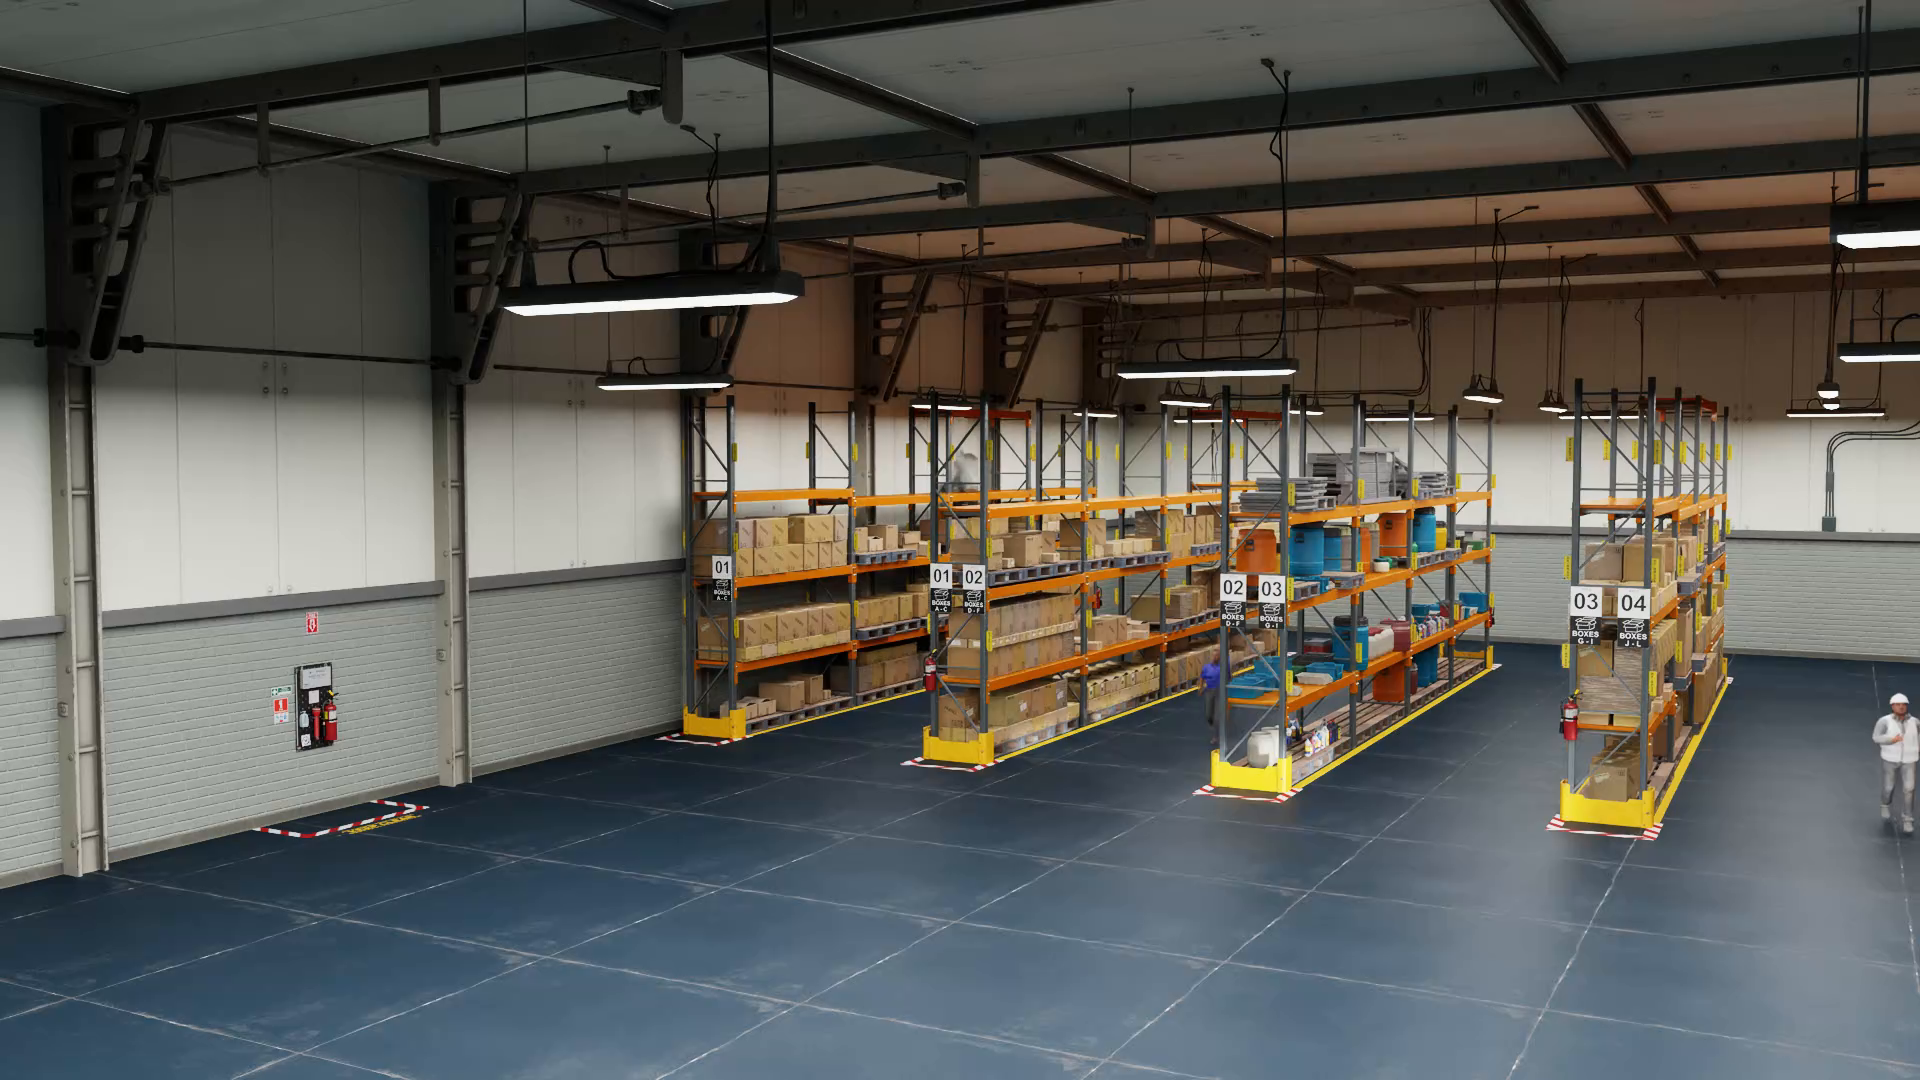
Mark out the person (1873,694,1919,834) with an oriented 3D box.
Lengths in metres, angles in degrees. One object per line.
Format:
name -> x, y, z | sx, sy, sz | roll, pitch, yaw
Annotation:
person -> 12.471, 2.926, 22.084 | 0.650, 1.772, 0.952 | 1, 3, 20

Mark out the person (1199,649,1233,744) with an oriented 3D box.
person -> 4.420, 2.696, 28.739 | 0.587, 1.601, 0.566 | 1, 3, 18
